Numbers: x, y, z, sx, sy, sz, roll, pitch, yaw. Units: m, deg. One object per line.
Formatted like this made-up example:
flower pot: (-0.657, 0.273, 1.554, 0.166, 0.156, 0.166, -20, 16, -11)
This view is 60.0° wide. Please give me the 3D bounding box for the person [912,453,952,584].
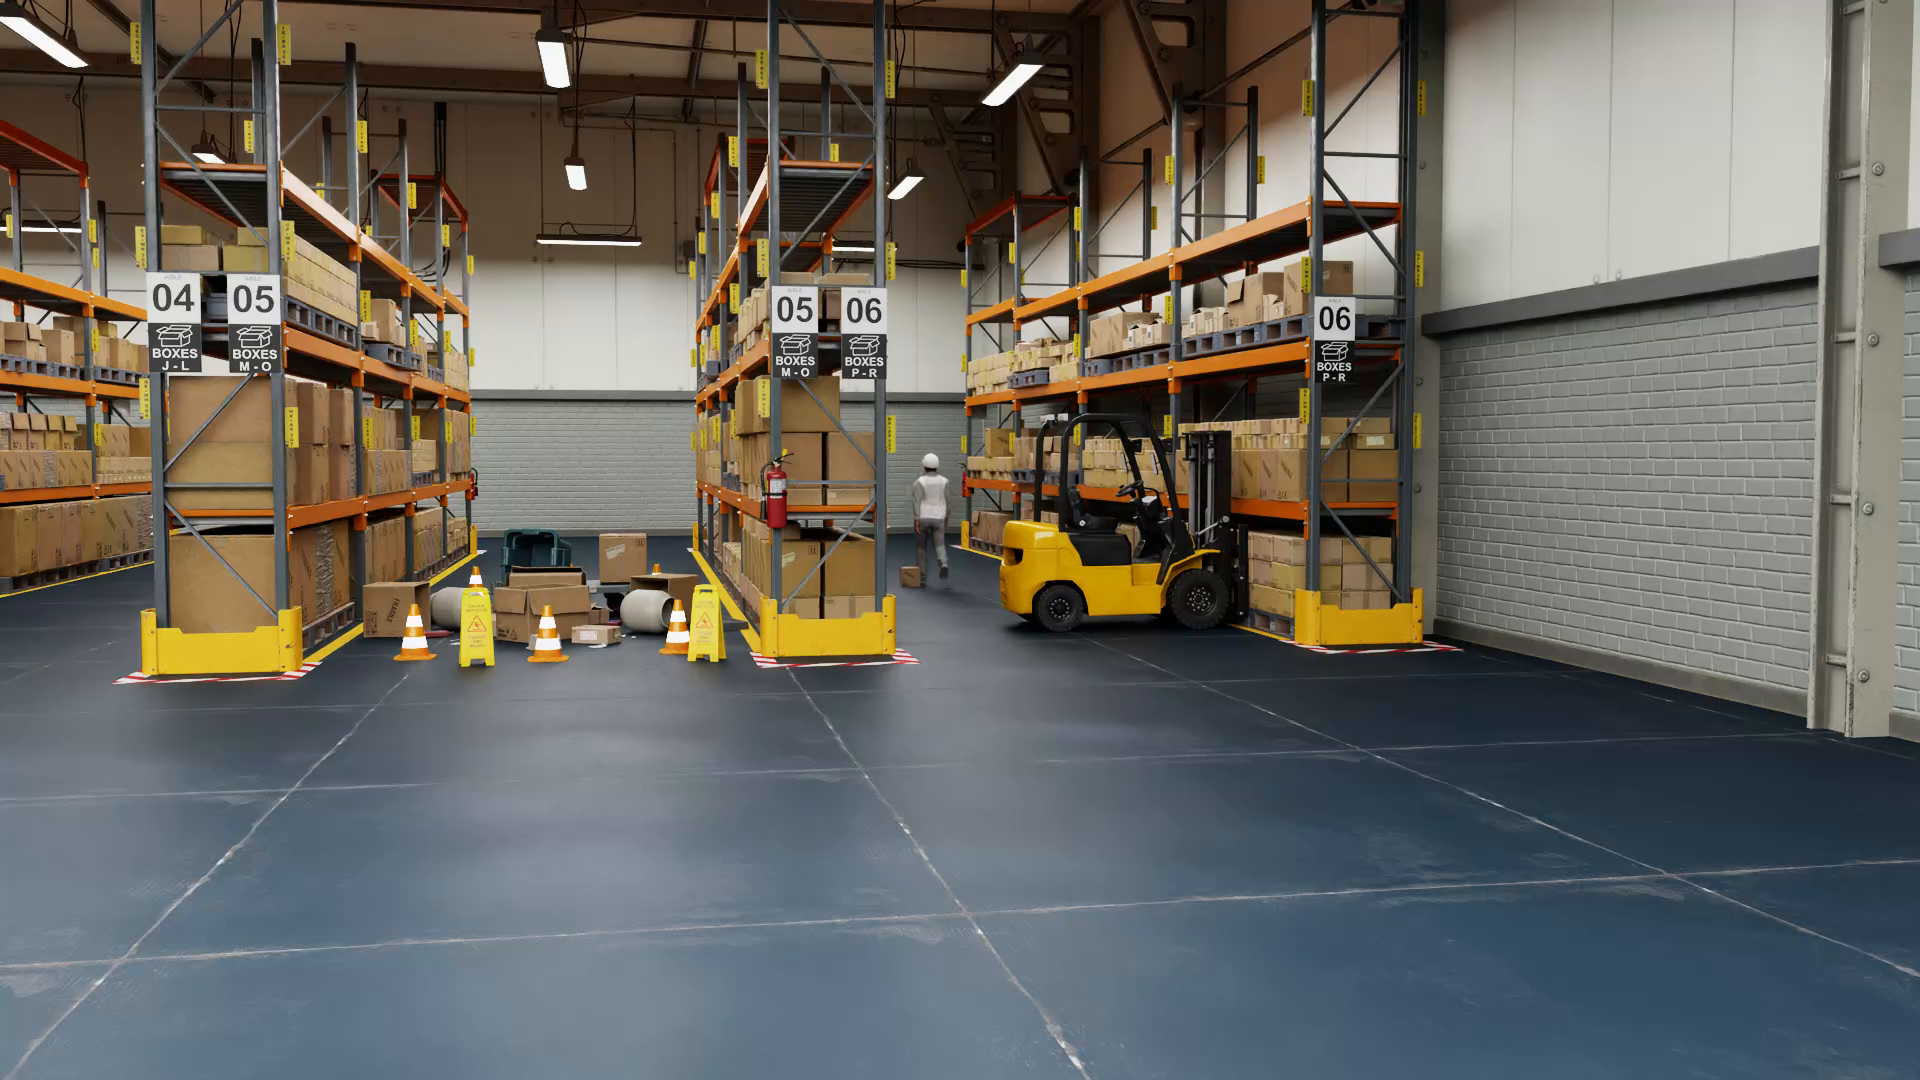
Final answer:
person: (-0.371, -0.277, 22.103, 0.540, 1.745, 0.830, -1, 3, -15)
